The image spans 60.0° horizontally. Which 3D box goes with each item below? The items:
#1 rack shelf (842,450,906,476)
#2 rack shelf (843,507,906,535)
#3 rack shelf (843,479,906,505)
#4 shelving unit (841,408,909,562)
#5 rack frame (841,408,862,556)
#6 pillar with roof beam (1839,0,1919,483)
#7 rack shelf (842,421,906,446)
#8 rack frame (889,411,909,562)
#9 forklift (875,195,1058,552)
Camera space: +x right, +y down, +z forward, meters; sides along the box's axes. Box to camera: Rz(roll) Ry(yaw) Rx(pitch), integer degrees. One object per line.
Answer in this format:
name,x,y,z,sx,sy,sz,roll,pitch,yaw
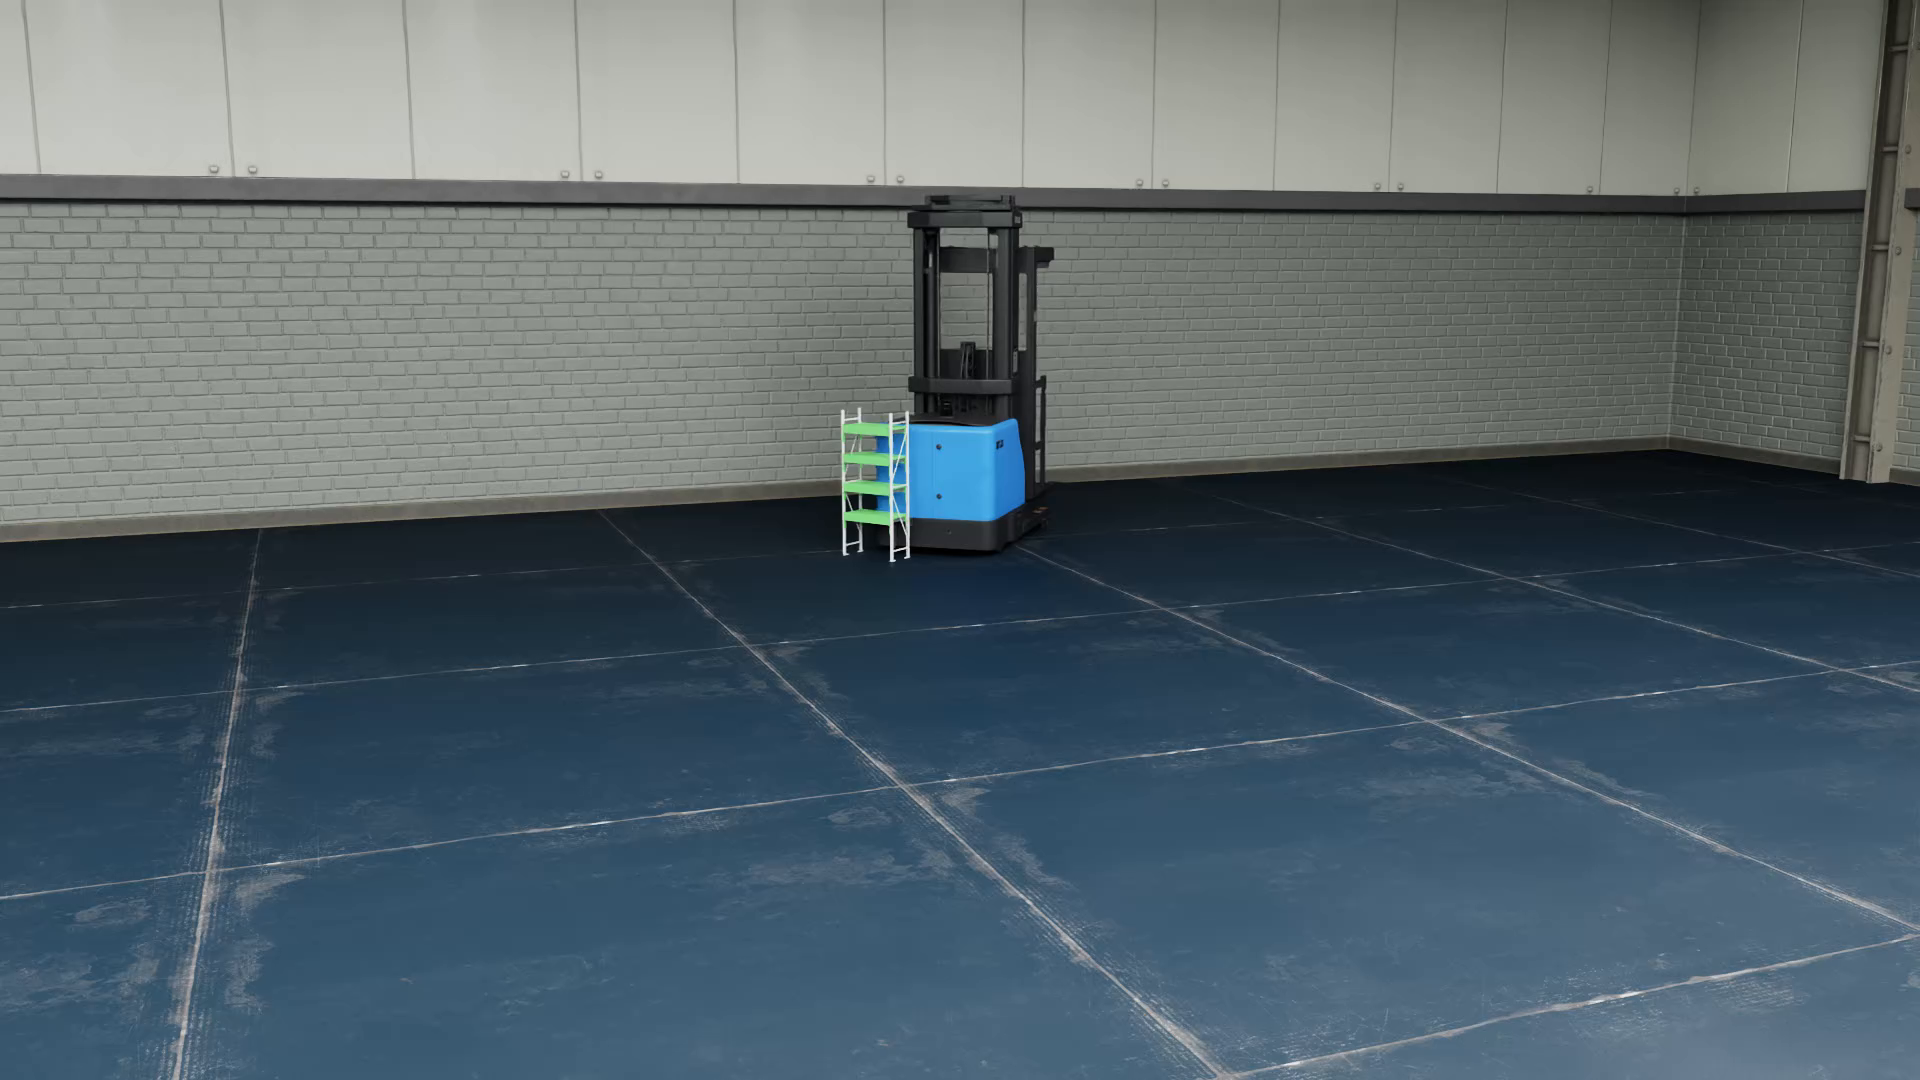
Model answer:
rack shelf,-0.690,-0.629,13.526,0.480,0.148,0.258,7,12,34
rack shelf,-0.689,-0.157,13.610,0.480,0.148,0.258,7,12,34
rack shelf,-0.689,-0.393,13.568,0.480,0.148,0.258,7,12,34
shelving unit,-0.689,-0.456,13.557,0.503,1.200,0.258,7,12,34
rack frame,-0.891,-0.480,13.693,0.015,1.200,0.240,7,12,34
pillar with roof beam,5.823,-4.808,15.754,9.100,9.000,0.400,-4,11,-21
rack shelf,-0.690,-0.866,13.484,0.480,0.148,0.258,7,12,34
rack frame,-0.488,-0.432,13.421,0.015,1.200,0.240,7,12,34
forklift,0.203,-1.562,14.833,1.130,2.935,3.031,3,11,16
